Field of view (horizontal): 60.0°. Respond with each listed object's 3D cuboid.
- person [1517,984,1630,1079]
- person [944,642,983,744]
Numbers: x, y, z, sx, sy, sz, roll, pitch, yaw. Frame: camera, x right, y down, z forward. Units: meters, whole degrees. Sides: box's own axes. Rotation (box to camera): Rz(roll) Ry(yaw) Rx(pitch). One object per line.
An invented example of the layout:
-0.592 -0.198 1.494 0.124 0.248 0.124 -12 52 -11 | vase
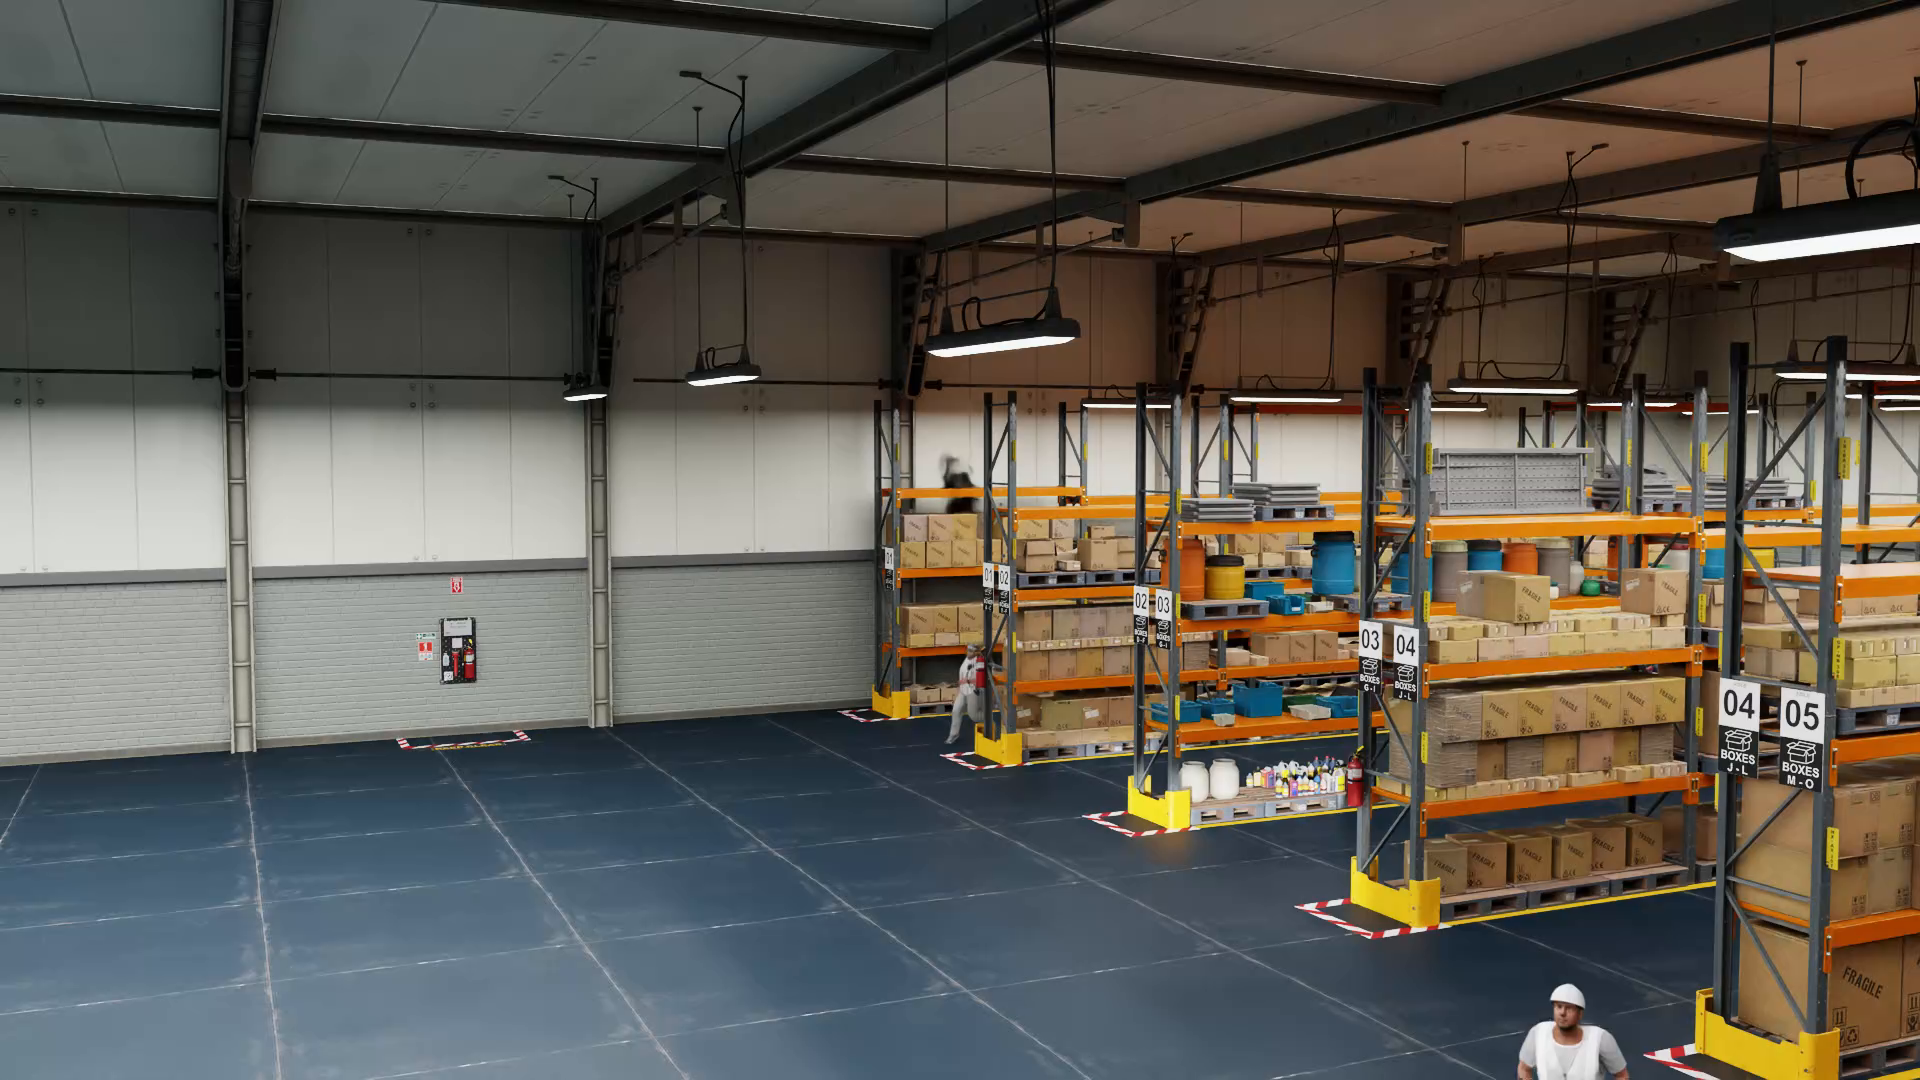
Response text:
3.886 3.681 10.580 0.676 1.748 0.576 2 4 28 | person
0.219 2.637 28.655 0.899 1.792 0.686 -2 4 -33 | person
